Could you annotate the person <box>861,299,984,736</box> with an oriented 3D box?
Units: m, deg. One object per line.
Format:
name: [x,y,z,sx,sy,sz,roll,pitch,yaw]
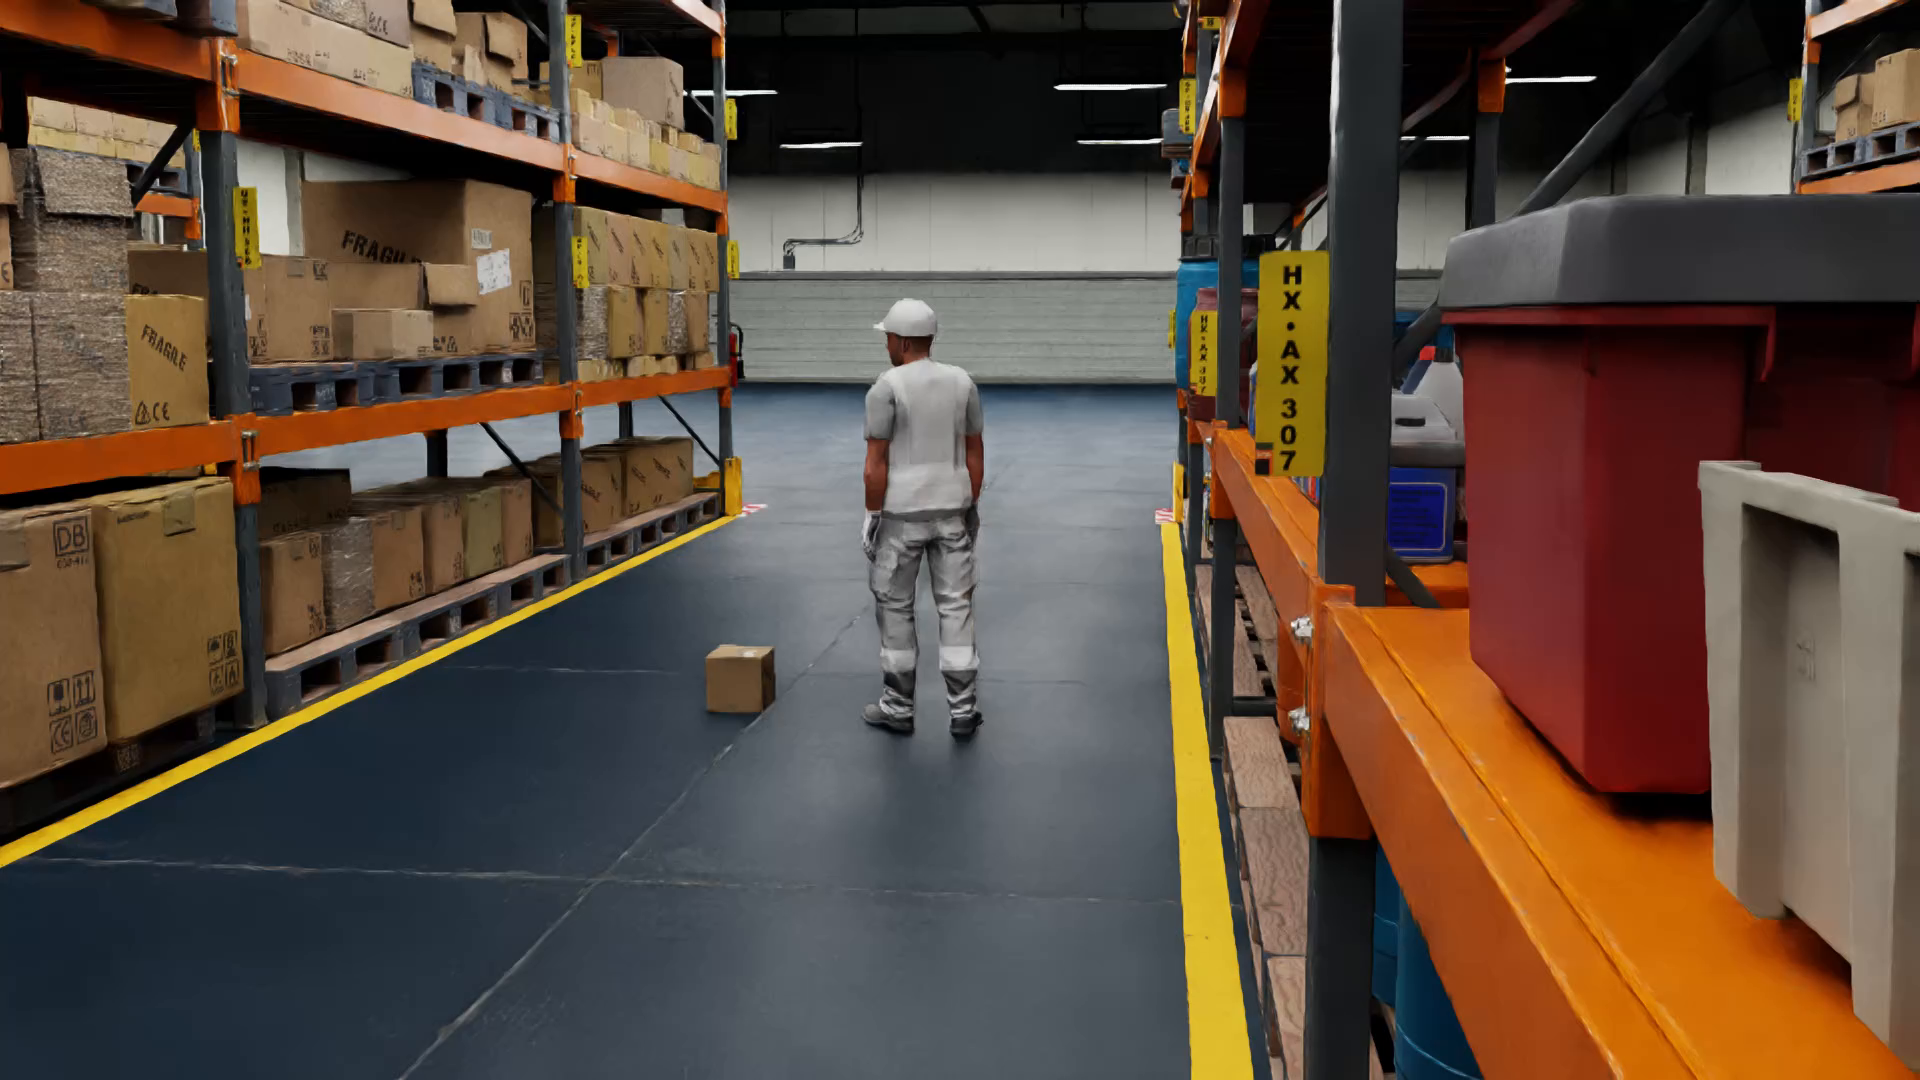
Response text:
person: [-0.163,-0.096,6.892,0.549,1.791,0.538,-3,8,-22]
